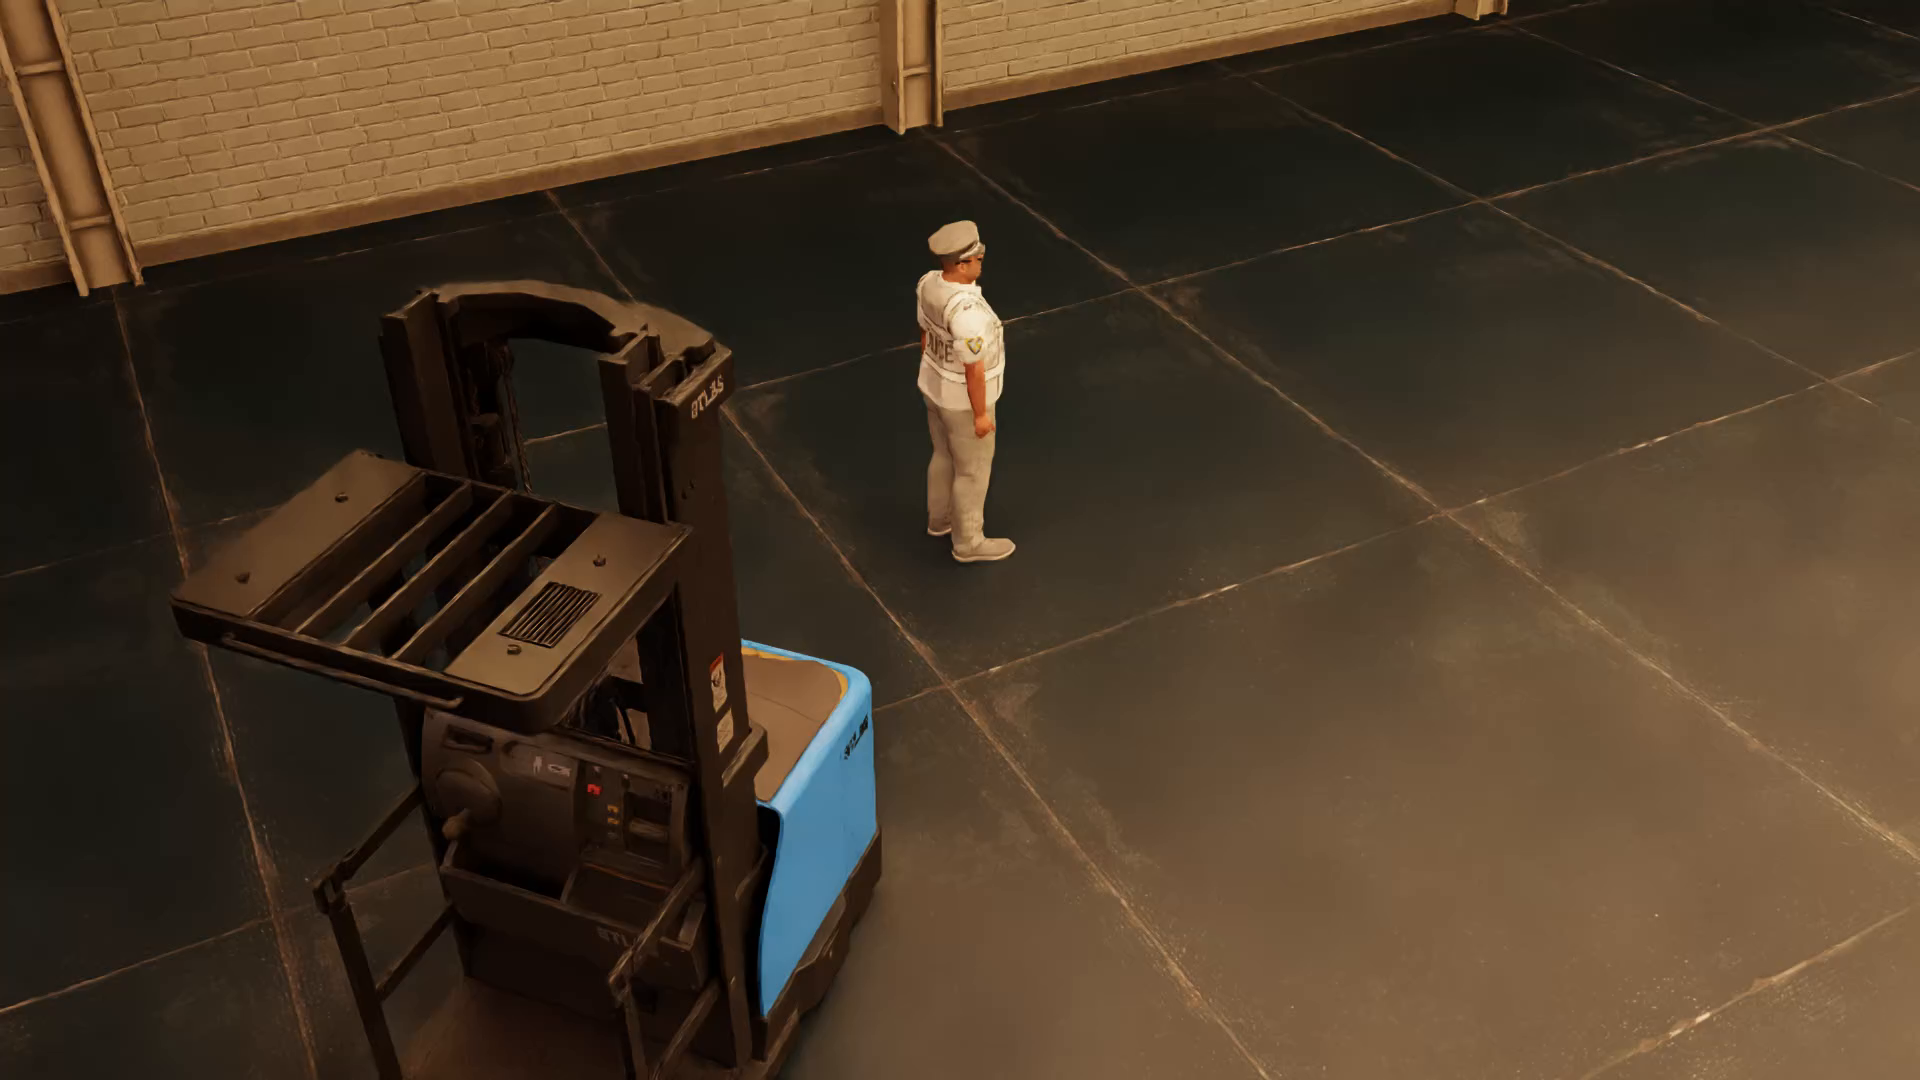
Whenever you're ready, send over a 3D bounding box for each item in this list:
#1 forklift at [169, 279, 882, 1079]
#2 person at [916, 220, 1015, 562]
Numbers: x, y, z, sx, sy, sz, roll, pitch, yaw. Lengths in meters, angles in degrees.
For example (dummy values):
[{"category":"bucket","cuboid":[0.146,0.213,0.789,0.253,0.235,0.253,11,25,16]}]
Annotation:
[{"category":"forklift","cuboid":[-1.319,0.853,4.917,1.130,2.935,3.031,13,37,17]},{"category":"person","cuboid":[0.014,-0.727,8.158,0.396,1.773,0.523,-17,39,-23]}]
